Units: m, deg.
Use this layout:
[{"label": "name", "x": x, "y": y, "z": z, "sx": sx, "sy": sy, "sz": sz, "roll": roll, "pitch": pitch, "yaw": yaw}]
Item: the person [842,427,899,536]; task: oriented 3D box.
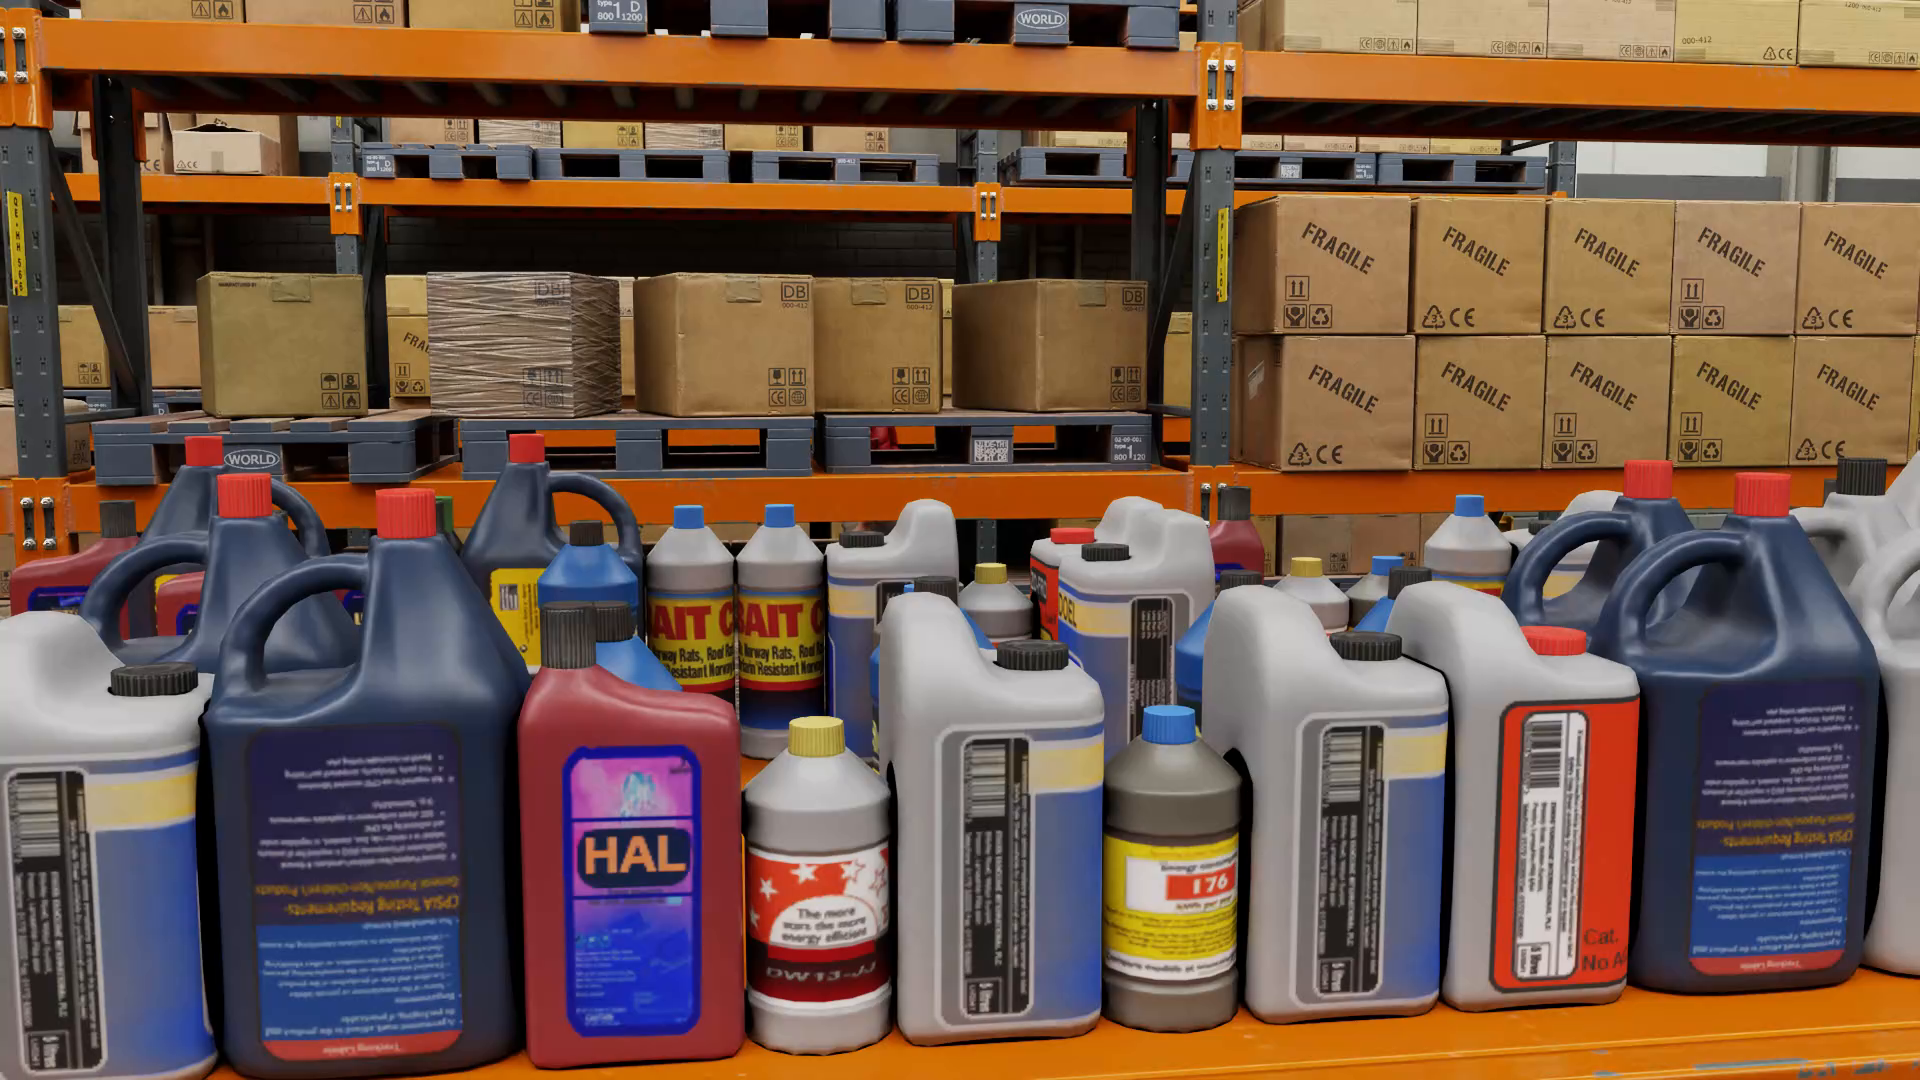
[{"label": "person", "x": -0.491, "y": -0.088, "z": 8.551, "sx": 0.394, "sy": 1.727, "sz": 0.587, "roll": -1, "pitch": 7, "yaw": -8}]
